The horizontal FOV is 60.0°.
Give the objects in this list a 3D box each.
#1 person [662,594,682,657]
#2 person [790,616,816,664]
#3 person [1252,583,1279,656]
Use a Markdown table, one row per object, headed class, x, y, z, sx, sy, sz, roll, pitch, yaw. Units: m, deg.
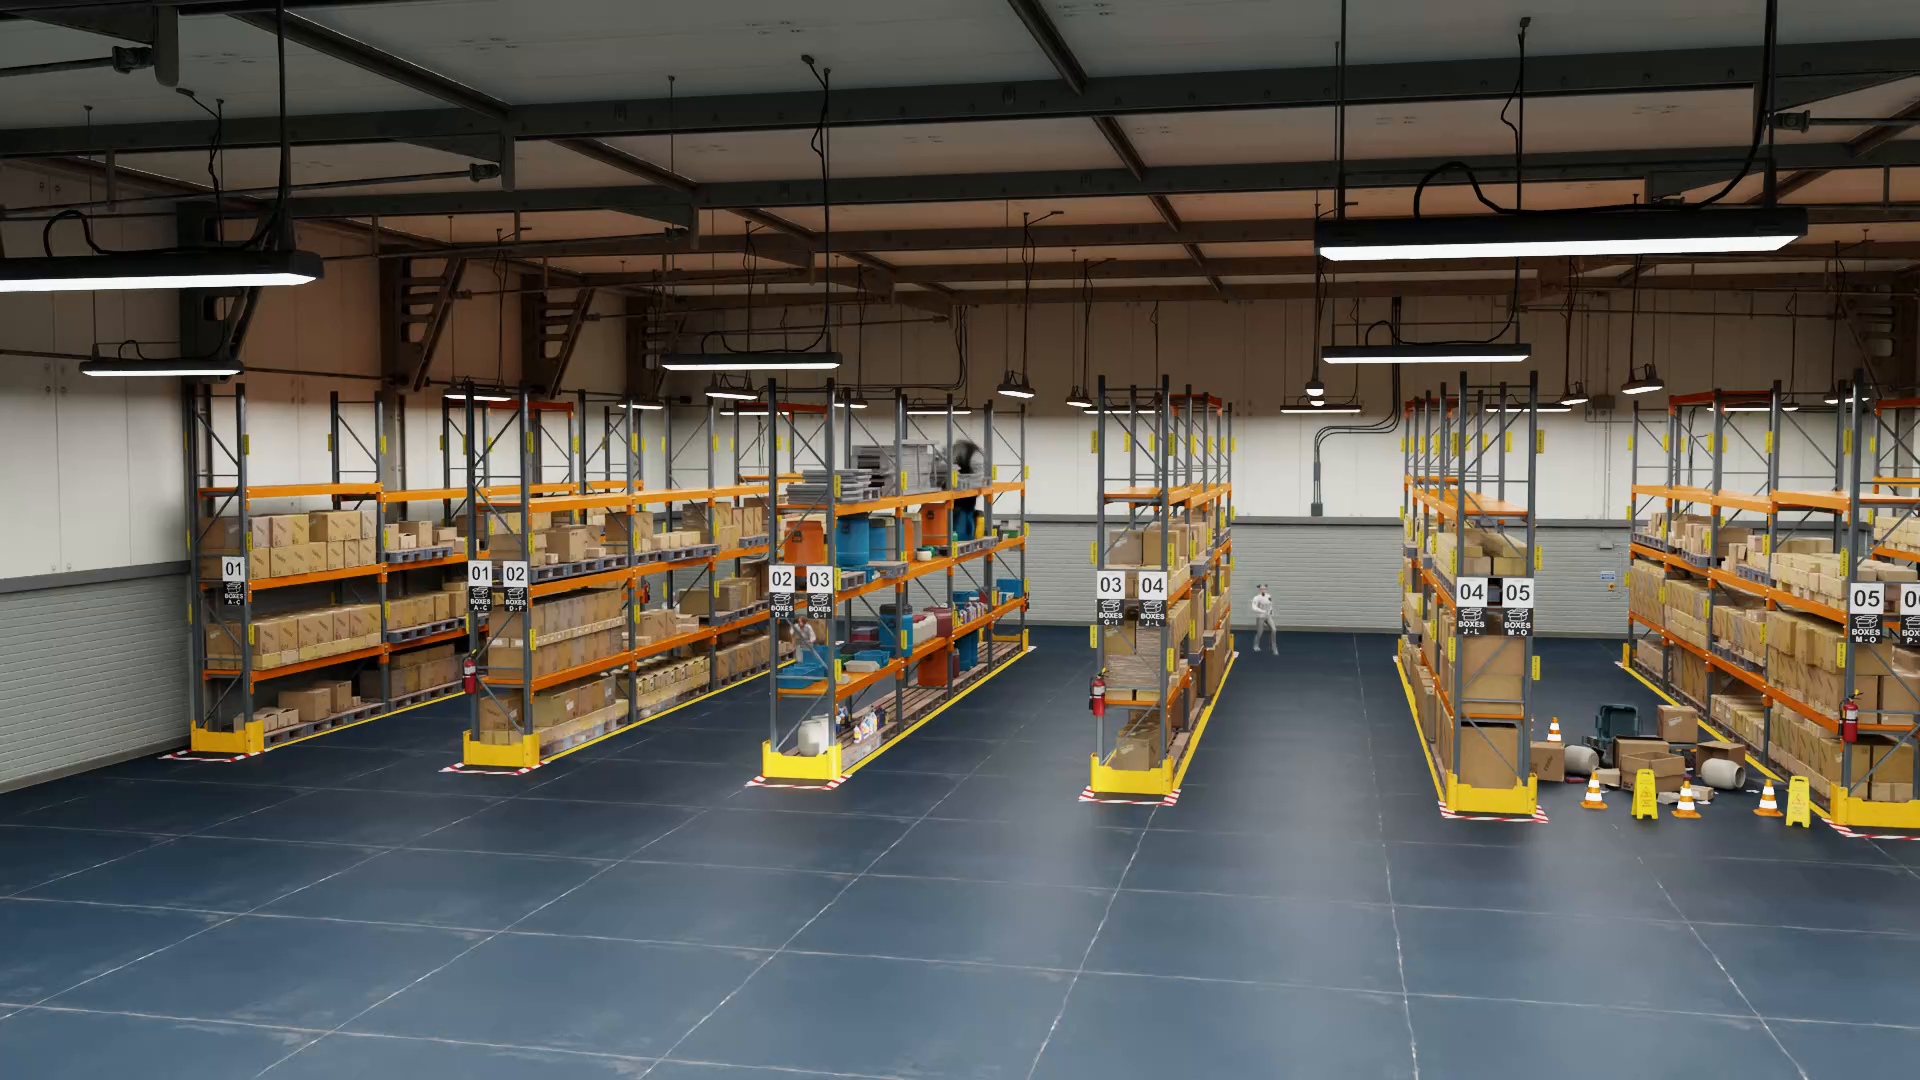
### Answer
| class | x | y | z | sx | sy | sz | roll | pitch | yaw |
| --- | --- | --- | --- | --- | --- | --- | --- | --- | --- |
| person | -6.555 | 2.009 | 37.759 | 0.608 | 1.706 | 0.736 | 1 | 3 | 14 |
| person | -3.219 | 2.299 | 34.378 | 0.584 | 1.549 | 0.907 | 1 | 3 | 9 |
| person | 7.278 | 1.892 | 39.837 | 0.622 | 1.721 | 0.793 | -1 | 3 | -18 |
